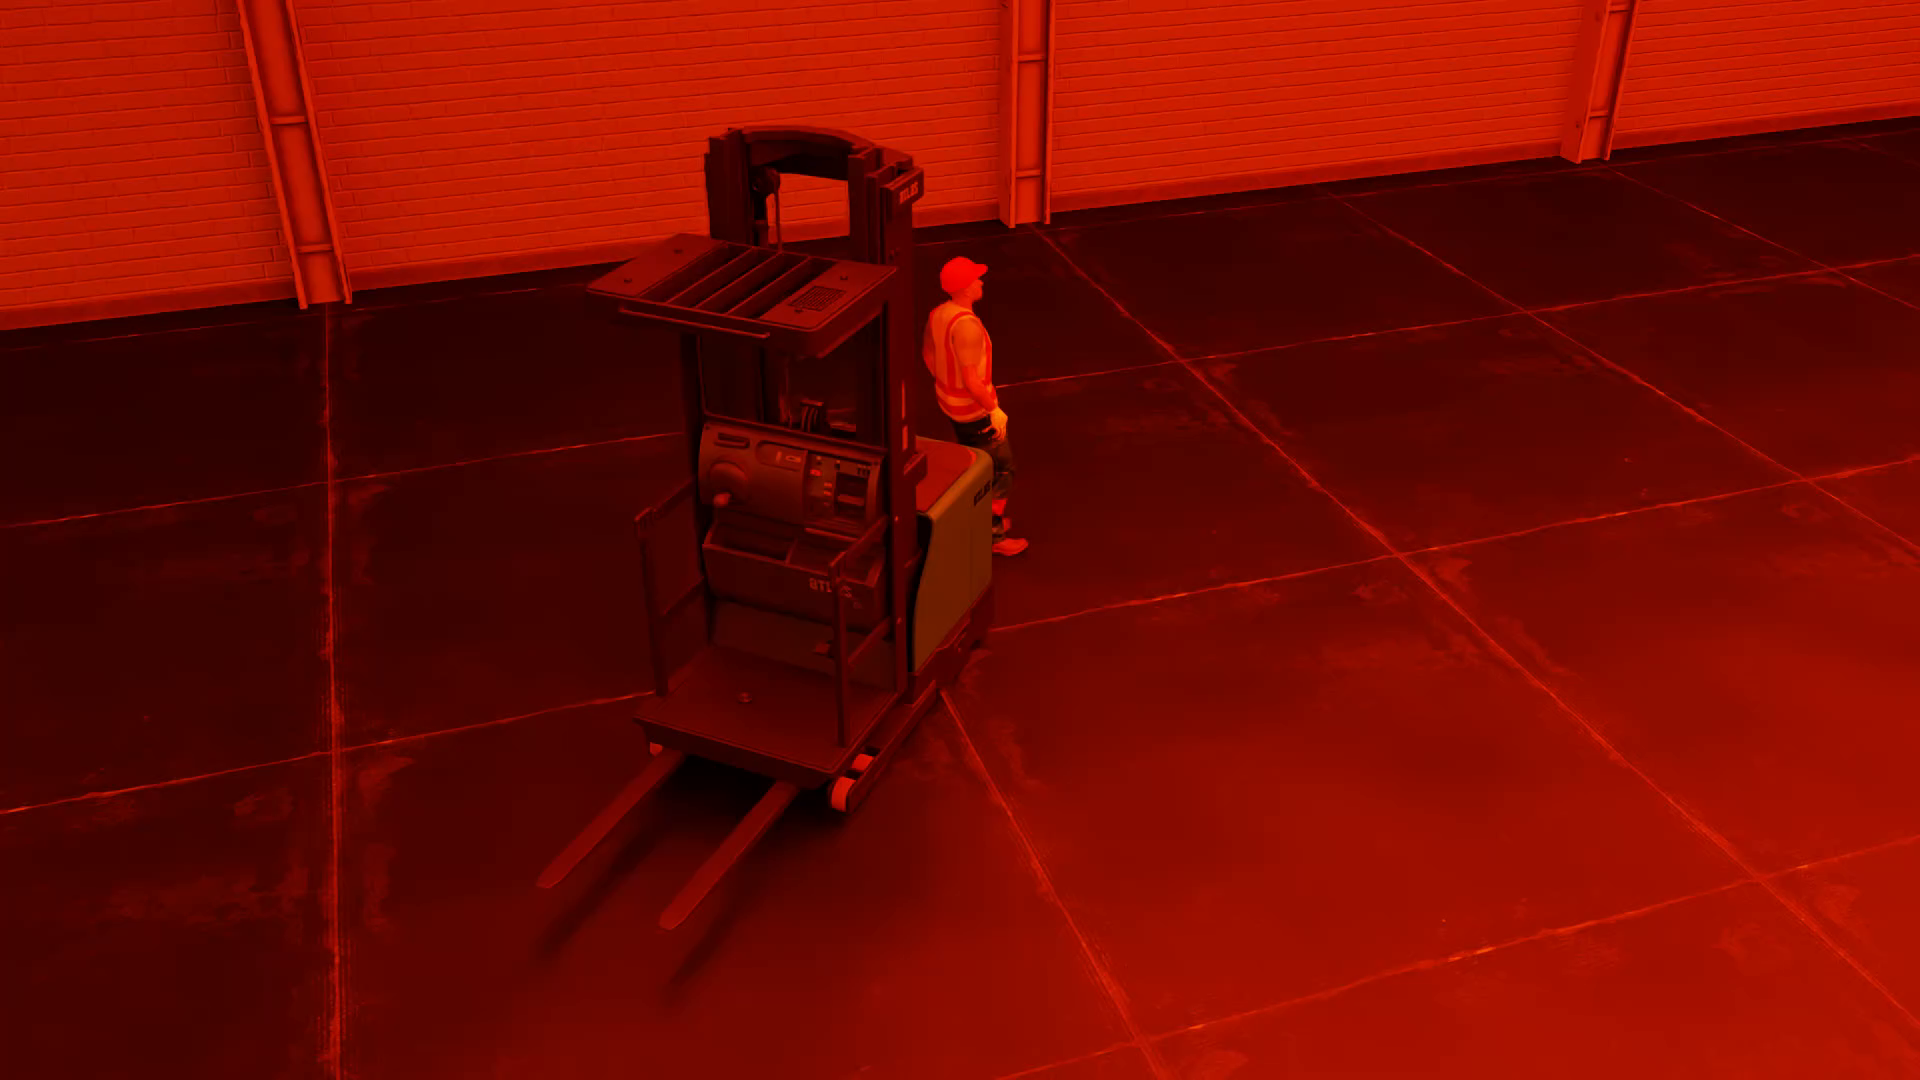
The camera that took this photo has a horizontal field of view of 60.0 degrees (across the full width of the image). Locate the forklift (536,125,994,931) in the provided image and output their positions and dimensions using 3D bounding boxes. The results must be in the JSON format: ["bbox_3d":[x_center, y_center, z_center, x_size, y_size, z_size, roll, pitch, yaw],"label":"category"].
[{"bbox_3d":[-0.875,-0.236,7.497,1.130,2.935,3.031,13,32,21],"label":"forklift"}]

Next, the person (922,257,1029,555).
[{"bbox_3d":[0.106,-0.780,9.637,0.484,1.777,0.719,-11,32,-19],"label":"person"}]
